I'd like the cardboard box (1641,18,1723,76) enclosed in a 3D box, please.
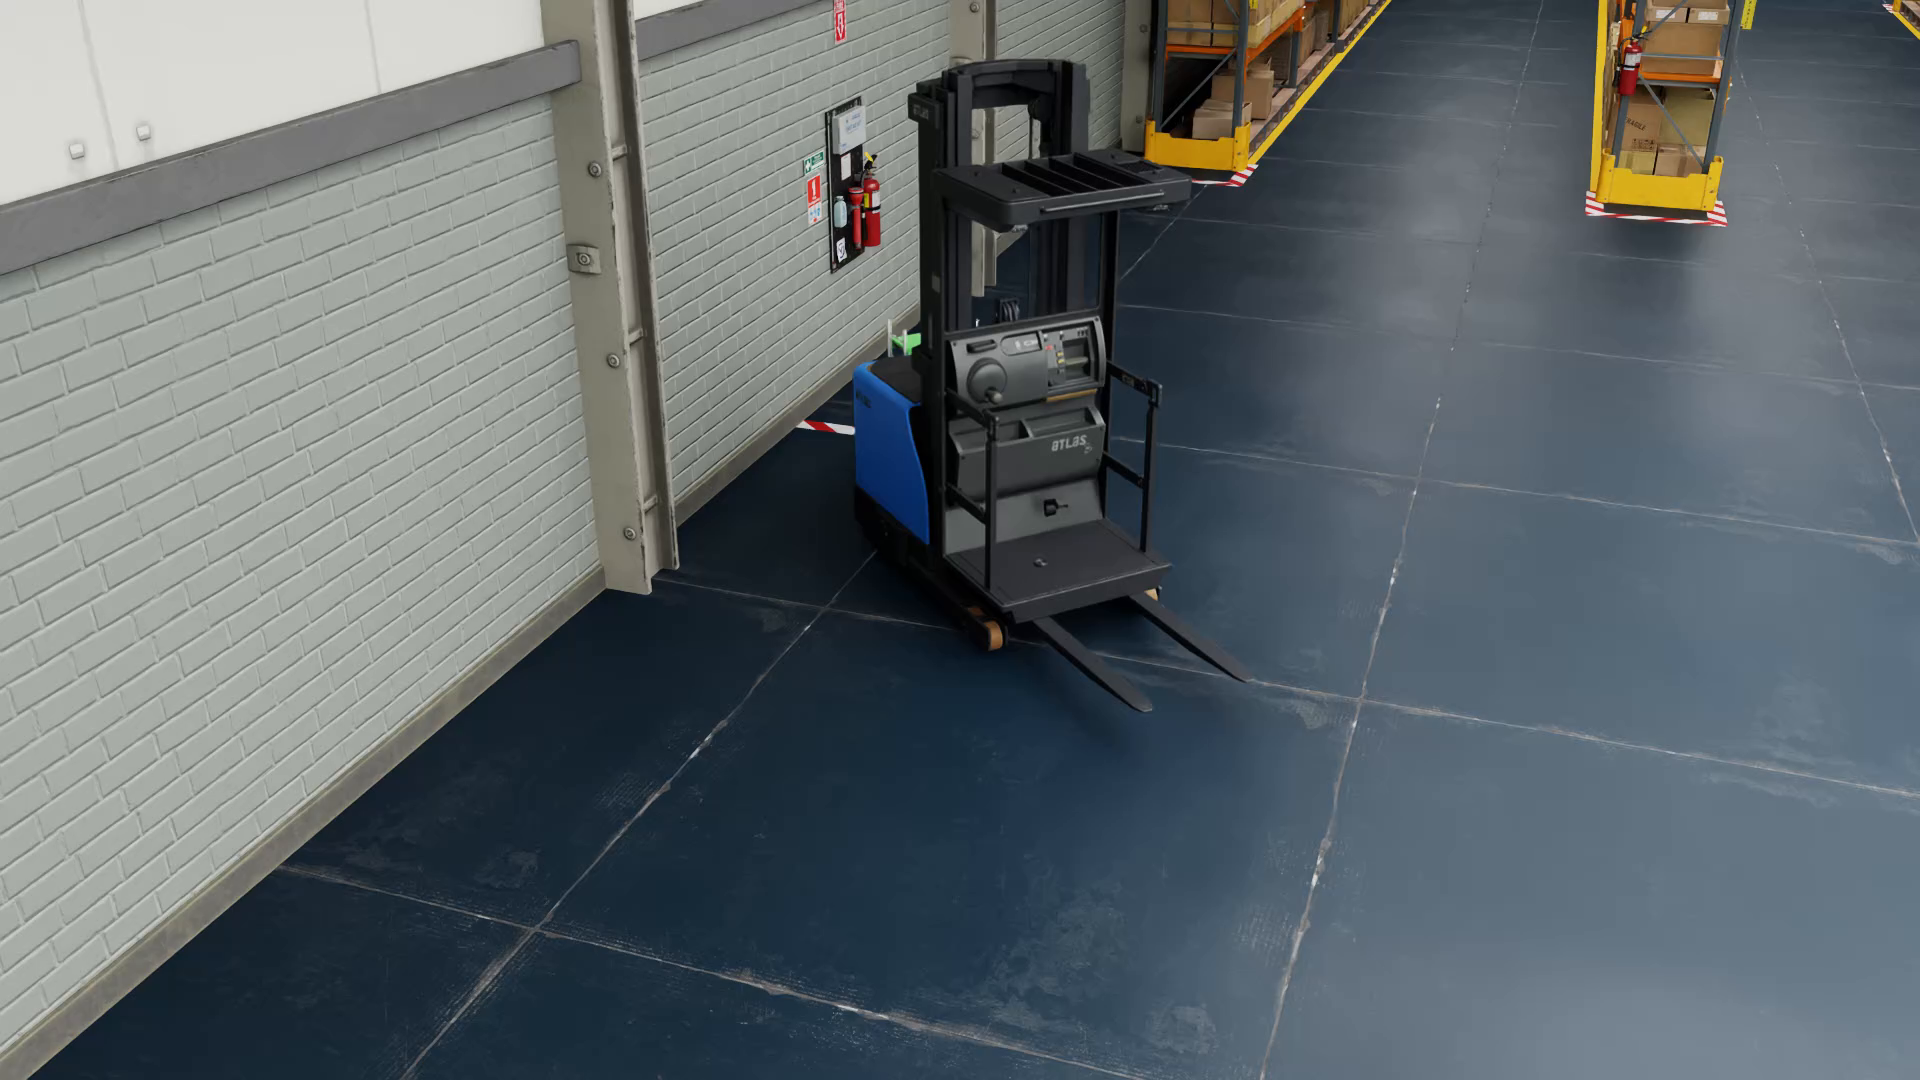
[{"bbox_3d":[7.534,-5.173,17.377,0.700,0.500,0.500,9,27,17],"label":"cardboard box"}]

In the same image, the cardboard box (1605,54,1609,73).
[{"bbox_3d":[9.243,-6.583,23.077,0.500,0.250,0.500,8,27,16],"label":"cardboard box"}]

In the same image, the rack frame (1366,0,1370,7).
[{"bbox_3d":[6.687,-10.586,28.672,1.000,3.000,0.127,9,27,17],"label":"rack frame"}]

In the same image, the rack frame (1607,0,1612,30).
[{"bbox_3d":[11.359,-9.869,27.191,1.000,3.000,0.127,9,27,17],"label":"rack frame"}]

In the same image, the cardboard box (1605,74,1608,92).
[{"bbox_3d":[8.732,-5.953,21.776,0.500,0.250,0.500,8,27,17],"label":"cardboard box"}]

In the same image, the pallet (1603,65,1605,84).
[{"bbox_3d":[9.718,-6.638,23.717,1.003,0.211,1.213,9,27,17],"label":"pallet"}]

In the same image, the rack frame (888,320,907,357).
[{"bbox_3d":[-0.387,-0.780,10.485,0.015,1.200,0.240,-13,29,-25],"label":"rack frame"}]

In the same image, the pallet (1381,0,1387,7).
[{"bbox_3d":[7.418,-10.135,30.940,1.003,0.211,1.213,9,27,17],"label":"pallet"}]

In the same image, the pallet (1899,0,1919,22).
[{"bbox_3d":[17.049,-9.205,29.019,1.003,0.211,1.213,9,27,17],"label":"pallet"}]

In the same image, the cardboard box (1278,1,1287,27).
[{"bbox_3d":[3.660,-6.382,20.138,0.500,0.250,0.500,9,27,18],"label":"cardboard box"}]

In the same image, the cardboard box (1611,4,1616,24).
[{"bbox_3d":[10.291,-7.929,25.548,0.500,0.500,0.500,8,27,16],"label":"cardboard box"}]

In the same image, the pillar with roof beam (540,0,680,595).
[{"bbox_3d":[2.177,-3.212,6.558,9.100,9.000,0.400,9,27,17],"label":"pillar with roof beam"}]

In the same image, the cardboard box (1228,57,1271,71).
[{"bbox_3d":[3.717,-5.939,21.438,0.500,0.500,0.500,7,27,14],"label":"cardboard box"}]

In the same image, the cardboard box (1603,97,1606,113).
[{"bbox_3d":[8.257,-5.386,20.606,0.500,0.250,0.500,9,27,17],"label":"cardboard box"}]

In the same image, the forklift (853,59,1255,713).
[{"bbox_3d":[0.475,-0.938,8.825,1.130,2.935,3.031,-13,29,-25],"label":"forklift"}]

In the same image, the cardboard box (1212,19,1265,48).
[{"bbox_3d":[3.155,-5.750,18.834,0.500,0.250,0.500,8,27,16],"label":"cardboard box"}]

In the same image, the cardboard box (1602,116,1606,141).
[{"bbox_3d":[7.754,-4.770,19.334,0.500,0.250,0.500,9,27,17],"label":"cardboard box"}]

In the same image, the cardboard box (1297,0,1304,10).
[{"bbox_3d":[4.153,-7.001,21.417,0.500,0.250,0.500,9,27,18],"label":"cardboard box"}]

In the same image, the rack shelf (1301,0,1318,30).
[{"bbox_3d":[4.690,-7.796,23.736,1.077,0.370,4.000,9,27,17],"label":"rack shelf"}]

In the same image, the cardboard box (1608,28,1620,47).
[{"bbox_3d":[9.410,-7.039,23.377,0.500,0.311,0.500,8,27,16],"label":"cardboard box"}]

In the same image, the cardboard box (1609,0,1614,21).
[{"bbox_3d":[10.969,-8.779,27.302,0.500,0.500,0.500,8,27,15],"label":"cardboard box"}]

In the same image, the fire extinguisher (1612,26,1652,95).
[{"bbox_3d":[6.889,-4.922,17.062,0.296,0.674,0.183,9,27,17],"label":"fire extinguisher"}]

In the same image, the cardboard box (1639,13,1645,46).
[{"bbox_3d":[8.046,-5.809,18.691,0.700,0.500,0.500,10,27,19],"label":"cardboard box"}]

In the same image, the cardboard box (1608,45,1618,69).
[{"bbox_3d":[8.897,-6.413,22.082,0.500,0.311,0.500,9,27,17],"label":"cardboard box"}]

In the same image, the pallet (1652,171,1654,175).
[{"bbox_3d":[7.581,-4.003,18.275,1.003,0.211,1.213,9,27,17],"label":"pallet"}]

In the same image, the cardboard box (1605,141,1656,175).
[{"bbox_3d":[7.266,-4.152,18.057,0.500,0.250,0.500,9,27,17],"label":"cardboard box"}]

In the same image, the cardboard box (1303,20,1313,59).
[{"bbox_3d":[4.746,-7.308,24.266,0.700,0.500,0.500,9,27,17],"label":"cardboard box"}]

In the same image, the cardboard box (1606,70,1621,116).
[{"bbox_3d":[7.751,-5.109,19.172,0.500,0.500,0.500,9,27,17],"label":"cardboard box"}]

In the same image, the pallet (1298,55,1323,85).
[{"bbox_3d":[4.687,-6.866,24.189,1.003,0.211,1.213,9,27,17],"label":"pallet"}]

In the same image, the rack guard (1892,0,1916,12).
[{"bbox_3d":[17.356,-9.680,29.668,1.175,0.500,0.348,9,27,17],"label":"rack guard"}]

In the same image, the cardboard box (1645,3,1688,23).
[{"bbox_3d":[7.314,-5.459,17.224,0.380,0.149,0.250,8,27,17],"label":"cardboard box"}]

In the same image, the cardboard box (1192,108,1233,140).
[{"bbox_3d":[3.009,-4.914,19.537,0.500,0.311,0.500,6,26,12],"label":"cardboard box"}]

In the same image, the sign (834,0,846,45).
[{"bbox_3d":[-0.841,-3.646,11.679,0.001,0.298,0.199,9,27,17],"label":"sign"}]

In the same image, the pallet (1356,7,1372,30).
[{"bbox_3d":[6.501,-9.003,28.602,1.003,0.211,1.213,9,27,17],"label":"pallet"}]

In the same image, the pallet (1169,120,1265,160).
[{"bbox_3d":[3.023,-4.759,19.838,1.003,0.211,1.213,9,27,17],"label":"pallet"}]

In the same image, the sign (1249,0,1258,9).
[{"bbox_3d":[3.205,-5.966,18.135,0.100,0.325,0.005,9,27,17],"label":"sign"}]

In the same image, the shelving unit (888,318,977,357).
[{"bbox_3d":[-0.171,-0.830,10.587,0.503,1.200,0.258,-13,29,-25],"label":"shelving unit"}]

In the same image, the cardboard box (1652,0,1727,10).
[{"bbox_3d":[7.551,-5.778,17.139,0.700,0.500,0.500,9,27,18],"label":"cardboard box"}]

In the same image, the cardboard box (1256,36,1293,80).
[{"bbox_3d":[4.254,-6.676,22.960,0.700,0.500,0.500,10,27,19],"label":"cardboard box"}]

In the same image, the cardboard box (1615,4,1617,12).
[{"bbox_3d":[10.133,-8.078,24.995,0.500,0.250,0.500,10,28,19],"label":"cardboard box"}]

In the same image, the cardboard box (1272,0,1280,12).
[{"bbox_3d":[3.488,-6.499,19.520,0.500,0.500,0.500,8,27,16],"label":"cardboard box"}]

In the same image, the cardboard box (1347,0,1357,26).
[{"bbox_3d":[6.022,-8.806,26.980,0.750,0.750,0.750,9,27,17],"label":"cardboard box"}]

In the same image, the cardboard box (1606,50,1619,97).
[{"bbox_3d":[8.248,-5.725,20.445,0.500,0.500,0.500,9,27,17],"label":"cardboard box"}]

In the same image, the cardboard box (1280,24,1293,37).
[{"bbox_3d":[4.397,-7.195,23.171,0.500,0.250,0.500,8,27,16],"label":"cardboard box"}]
